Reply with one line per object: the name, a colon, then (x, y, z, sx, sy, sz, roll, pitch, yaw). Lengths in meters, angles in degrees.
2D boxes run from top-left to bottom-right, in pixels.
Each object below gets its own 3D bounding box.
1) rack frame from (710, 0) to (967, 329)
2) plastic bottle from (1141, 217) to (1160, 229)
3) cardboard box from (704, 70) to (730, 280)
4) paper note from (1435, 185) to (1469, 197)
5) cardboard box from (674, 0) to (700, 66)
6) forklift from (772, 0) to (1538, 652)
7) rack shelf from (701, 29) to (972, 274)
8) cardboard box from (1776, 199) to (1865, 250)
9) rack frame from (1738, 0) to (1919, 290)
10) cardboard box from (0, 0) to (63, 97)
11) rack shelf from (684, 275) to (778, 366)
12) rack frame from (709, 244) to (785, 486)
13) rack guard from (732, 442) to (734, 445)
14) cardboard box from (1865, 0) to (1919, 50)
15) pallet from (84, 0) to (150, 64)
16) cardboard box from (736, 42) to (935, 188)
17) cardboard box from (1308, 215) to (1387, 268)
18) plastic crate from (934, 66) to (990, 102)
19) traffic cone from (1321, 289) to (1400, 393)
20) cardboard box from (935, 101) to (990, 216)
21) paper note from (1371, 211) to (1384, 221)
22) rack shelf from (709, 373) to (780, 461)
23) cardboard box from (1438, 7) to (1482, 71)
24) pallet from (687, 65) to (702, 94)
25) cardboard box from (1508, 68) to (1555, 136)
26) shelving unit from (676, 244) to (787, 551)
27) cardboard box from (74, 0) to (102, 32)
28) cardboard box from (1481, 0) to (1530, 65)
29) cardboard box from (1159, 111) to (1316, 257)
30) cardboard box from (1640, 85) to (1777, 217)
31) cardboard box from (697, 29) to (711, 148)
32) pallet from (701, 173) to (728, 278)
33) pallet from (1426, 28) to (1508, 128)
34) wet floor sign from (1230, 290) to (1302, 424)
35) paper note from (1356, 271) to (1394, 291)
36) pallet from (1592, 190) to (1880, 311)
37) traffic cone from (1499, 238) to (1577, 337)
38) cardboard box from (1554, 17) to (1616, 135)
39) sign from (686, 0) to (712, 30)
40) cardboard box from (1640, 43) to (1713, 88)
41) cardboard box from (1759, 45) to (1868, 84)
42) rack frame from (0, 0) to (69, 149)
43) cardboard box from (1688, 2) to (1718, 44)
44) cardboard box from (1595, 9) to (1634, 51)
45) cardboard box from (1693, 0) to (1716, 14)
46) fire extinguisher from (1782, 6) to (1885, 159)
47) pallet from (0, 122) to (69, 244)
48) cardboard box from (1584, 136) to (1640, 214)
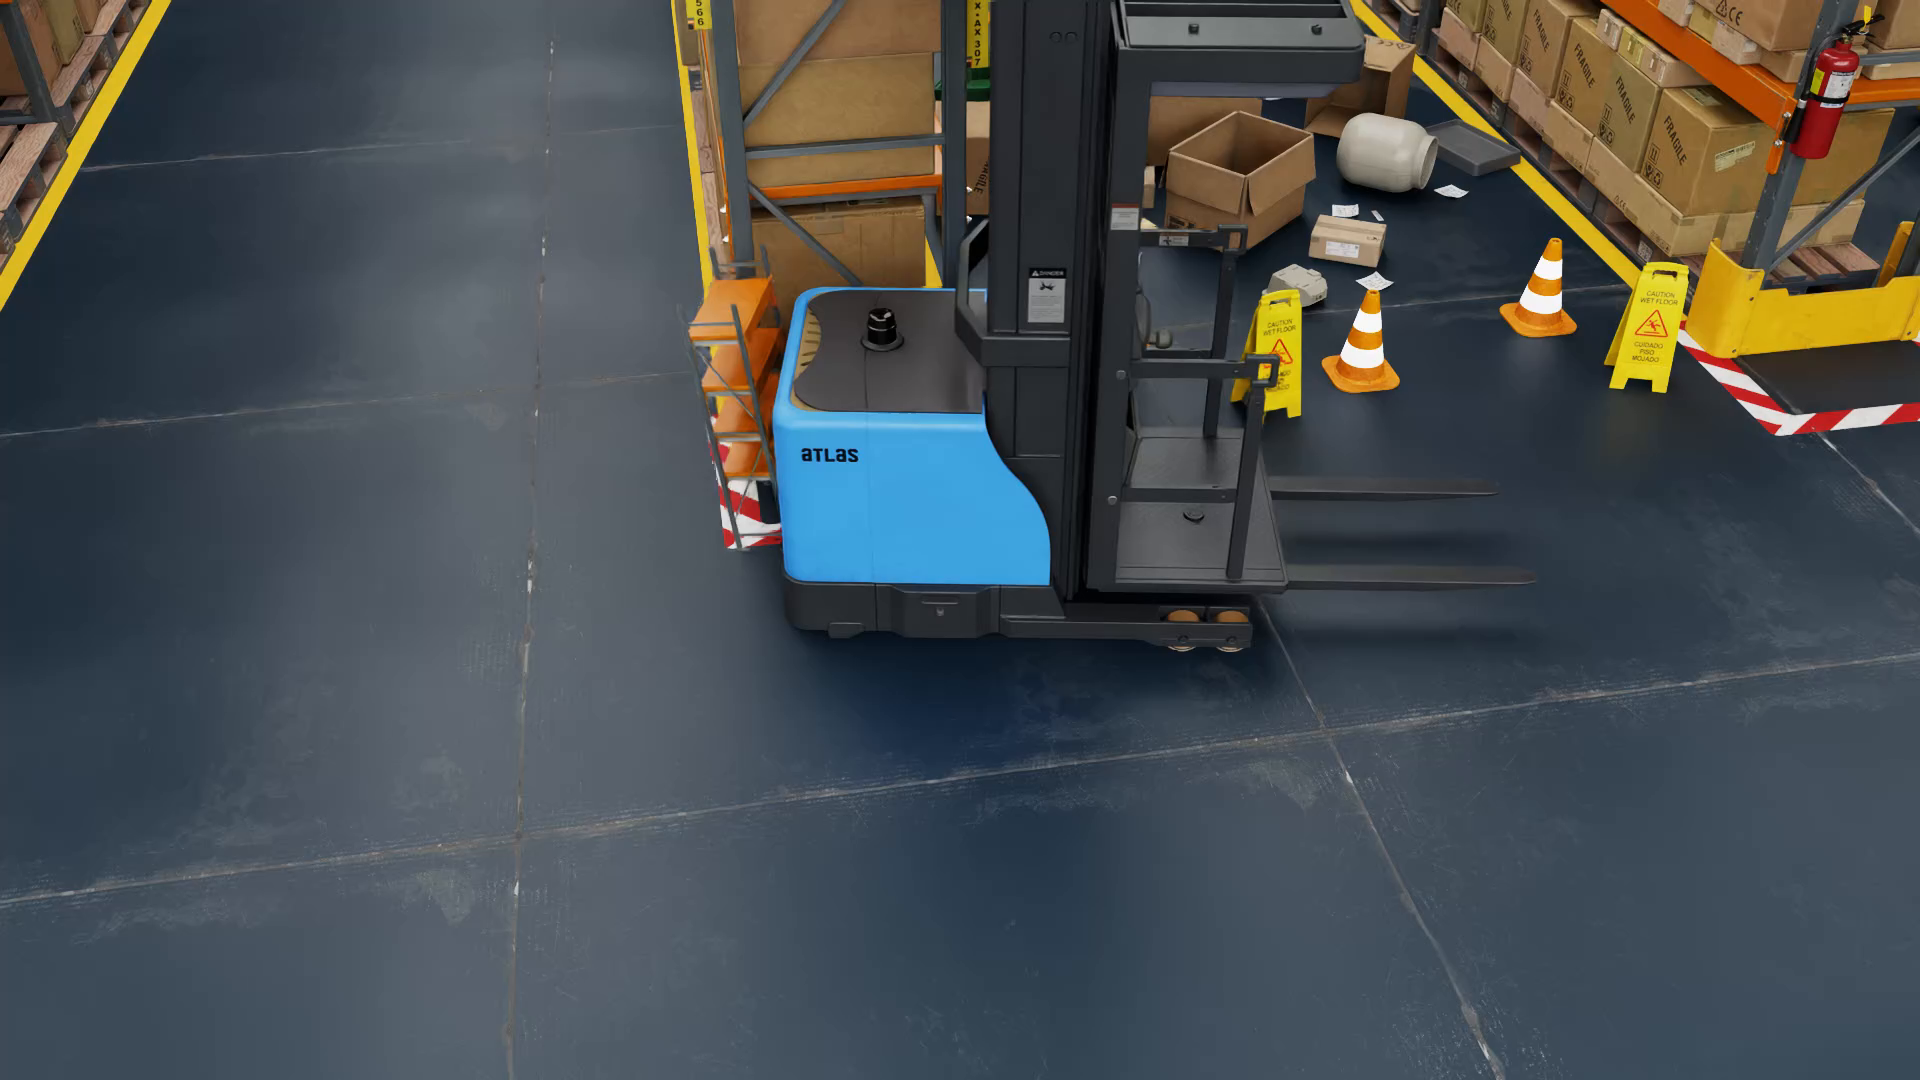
rack frame: (-0.475, -1.627, 6.899, 1.000, 3.000, 0.127, -6, 38, -8)
plastic bottle: (1.036, -1.775, 9.485, 0.133, 0.061, 0.283, -20, 42, -23)
cardboard box: (-0.815, -1.888, 8.624, 0.875, 0.875, 0.875, -7, 38, -9)
paper note: (2.928, -2.080, 9.902, 0.142, 0.019, 0.148, -20, 42, -23)
cardboard box: (-1.374, -3.686, 11.041, 1.050, 0.750, 0.750, -6, 38, -8)
forklift: (0.814, -1.041, 6.201, 3.031, 2.935, 1.130, 1, 38, 1)
rack shelf: (-0.826, -2.551, 8.675, 1.077, 0.370, 4.000, -6, 38, -8)
cardboard box: (4.511, -1.818, 9.043, 0.500, 0.250, 0.500, -7, 38, -8)
rack frame: (4.381, -2.221, 7.663, 1.000, 3.000, 0.127, -6, 38, -8)
cardboard box: (-6.164, -3.130, 10.513, 0.700, 0.500, 0.500, -9, 39, -11)
rack shelf: (-0.926, -0.893, 6.764, 0.258, 0.148, 0.480, -1, 37, 11)
rack frame: (-0.845, -0.730, 7.189, 0.240, 1.200, 0.015, -1, 37, 11)
rack guard: (-0.471, -0.626, 7.648, 1.175, 0.500, 0.348, -6, 38, -8)
cardboard box: (4.571, -2.693, 7.948, 0.500, 0.500, 0.500, -7, 38, -9)
pallet: (-6.432, -3.678, 11.812, 1.003, 0.211, 1.213, -6, 38, -8)
cardboard box: (-0.585, -1.906, 7.136, 0.875, 0.550, 0.550, -6, 38, -8)
cardboard box: (2.162, -1.669, 9.277, 0.380, 0.149, 0.250, 13, 40, 16)
plastic crate: (0.144, -2.991, 10.901, 0.450, 0.188, 0.662, 4, 37, 22)
traffic cone: (2.002, -1.015, 8.179, 0.336, 0.463, 0.334, -6, 38, -8)
cardboard box: (0.106, -2.230, 9.711, 0.500, 0.500, 0.500, 0, 38, 0)
paper note: (2.429, -1.886, 9.670, 0.032, 0.001, 0.123, -6, 38, -8)
rack shelf: (-0.870, -0.528, 7.038, 0.258, 0.148, 0.480, -1, 37, 11)
cardboard box: (3.517, -3.331, 10.992, 0.500, 0.250, 0.500, -8, 39, -10)
pallet: (-1.386, -3.400, 11.454, 1.003, 0.211, 1.213, -6, 38, -8)
cardboard box: (3.717, -2.690, 10.166, 0.500, 0.250, 0.500, -7, 38, -9)
shelving unit: (-0.878, -0.581, 6.998, 0.258, 1.200, 0.503, -1, 37, 11)
cardboard box: (-6.327, -3.758, 11.322, 0.700, 0.500, 0.500, -9, 39, -12)
cardboard box: (3.622, -3.305, 10.347, 0.500, 0.500, 0.500, -5, 38, -6)
cardboard box: (1.580, -2.023, 9.444, 0.637, 0.503, 0.797, 27, 45, 30)
cardboard box: (3.983, -2.053, 8.735, 0.500, 0.500, 0.500, -6, 38, -8)
cardboard box: (-1.135, -2.983, 10.034, 0.875, 0.875, 0.875, -6, 38, -7)
pallet: (-0.903, -1.736, 9.312, 1.003, 0.211, 1.213, -6, 38, -8)
pallet: (3.832, -3.134, 11.111, 1.003, 0.211, 1.213, -6, 38, -8)
wet floor sign: (1.479, -0.893, 7.873, 0.267, 0.644, 0.232, -13, 40, -16)
paper note: (2.255, -1.405, 9.034, 0.148, 0.019, 0.142, -20, 42, -23)
pallet: (4.260, -1.660, 9.214, 1.003, 0.211, 1.213, -6, 38, -8)
traffic cone: (3.035, -1.340, 8.597, 0.336, 0.463, 0.334, -6, 38, -8)
cardboard box: (3.807, -2.673, 9.533, 0.500, 0.500, 0.500, -7, 38, -9)
sign: (-1.012, -2.128, 6.407, 0.100, 0.325, 0.005, -6, 38, -8)
cardboard box: (3.853, -2.523, 8.812, 0.380, 0.149, 0.250, -5, 38, -7)
cardboard box: (4.104, -2.324, 8.002, 0.380, 0.149, 0.250, -5, 38, -6)
rack frame: (-6.077, -3.571, 9.401, 1.000, 3.000, 0.127, -6, 38, -8)
cardboard box: (3.927, -2.622, 8.385, 0.380, 0.149, 0.250, -7, 38, -9)
cardboard box: (3.767, -2.835, 9.213, 0.380, 0.149, 0.250, -5, 38, -6)
cardboard box: (3.931, -2.979, 8.315, 0.500, 0.500, 0.500, -6, 38, -8)
fire extinguisher: (3.947, -2.071, 7.534, 0.296, 0.674, 0.183, -6, 38, -8)
pallet: (-5.925, -2.068, 9.739, 1.003, 0.211, 1.213, -6, 38, -8)
cardboard box: (3.891, -2.074, 9.373, 0.500, 0.250, 0.500, -6, 38, -8)
